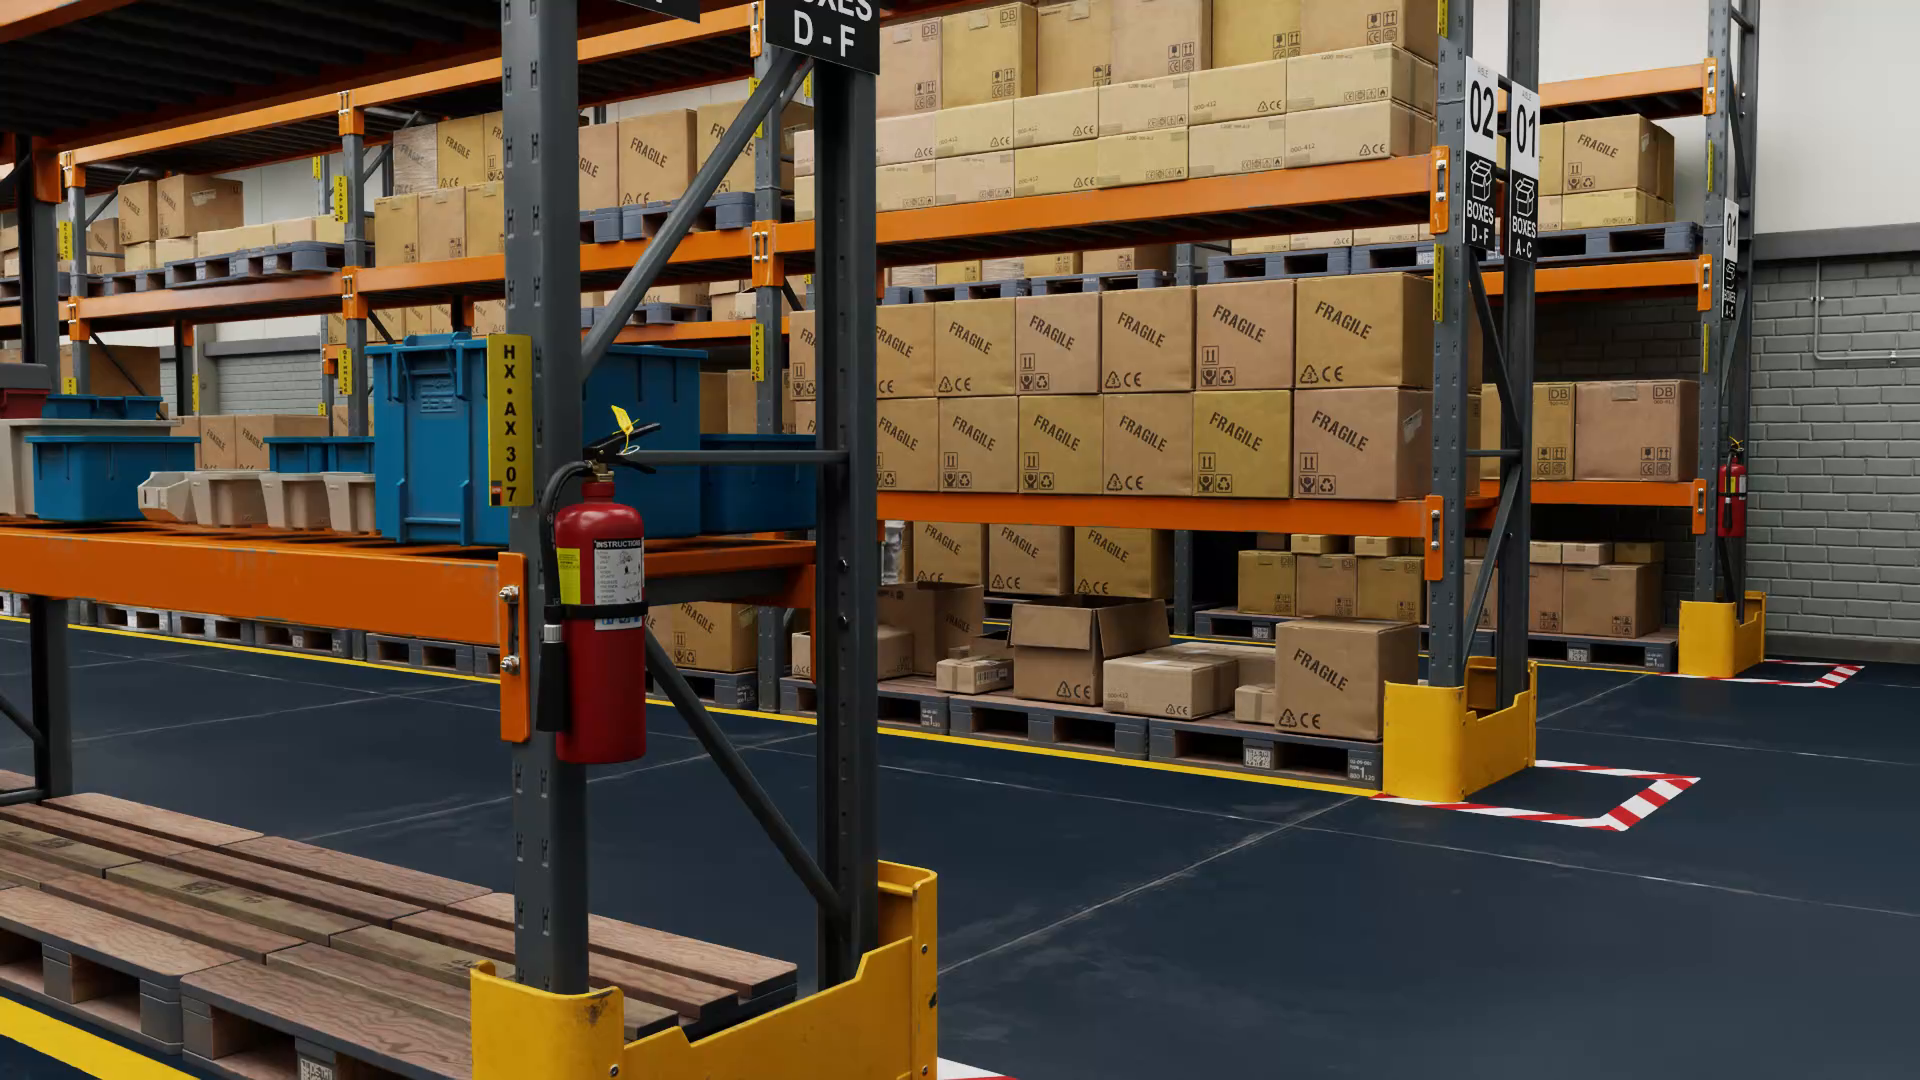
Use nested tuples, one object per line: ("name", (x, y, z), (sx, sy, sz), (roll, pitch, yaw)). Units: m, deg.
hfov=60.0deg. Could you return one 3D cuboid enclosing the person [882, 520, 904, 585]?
("person", (-0.633, -0.047, 12.746), (0.347, 1.821, 0.534), (2, 4, 38))
